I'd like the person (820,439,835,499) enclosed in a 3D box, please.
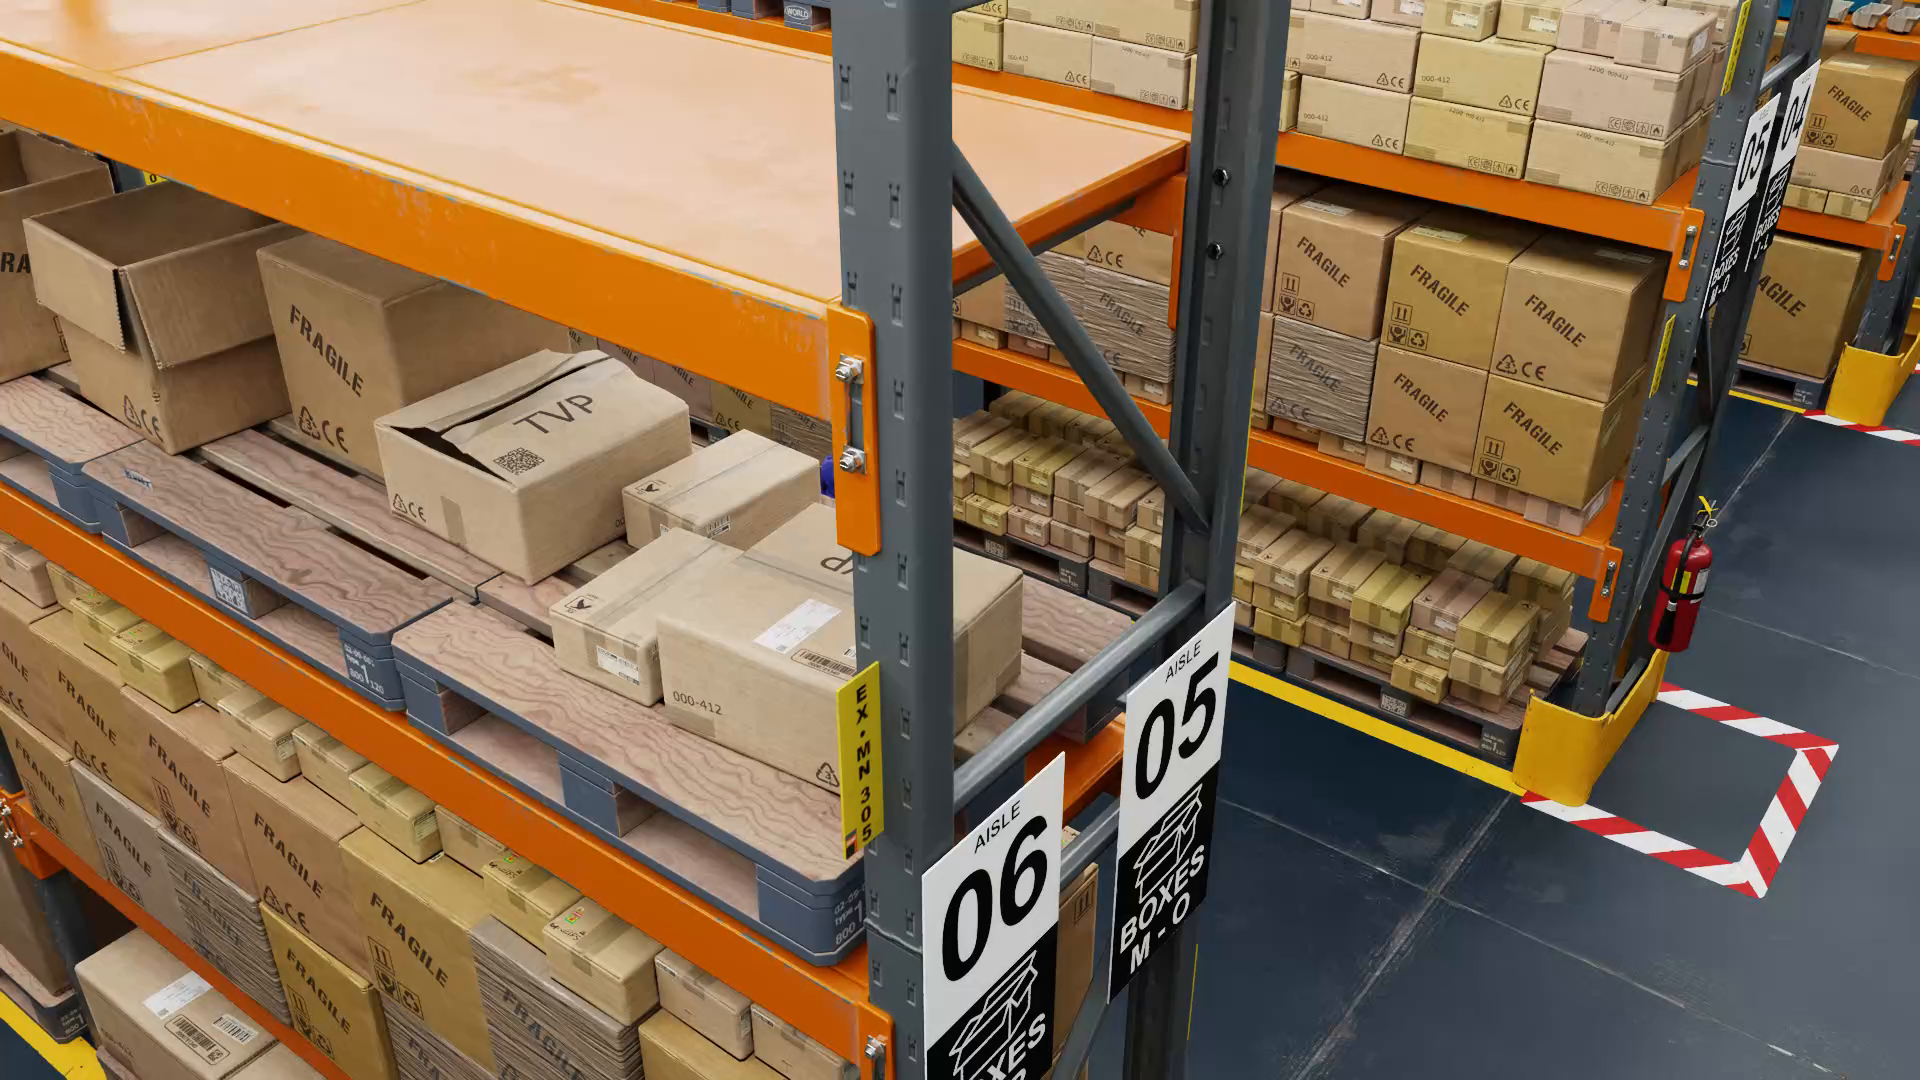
[{"bbox_3d":[-0.479,0.124,7.879,0.529,1.656,0.346,20,36,29],"label":"person"}]
